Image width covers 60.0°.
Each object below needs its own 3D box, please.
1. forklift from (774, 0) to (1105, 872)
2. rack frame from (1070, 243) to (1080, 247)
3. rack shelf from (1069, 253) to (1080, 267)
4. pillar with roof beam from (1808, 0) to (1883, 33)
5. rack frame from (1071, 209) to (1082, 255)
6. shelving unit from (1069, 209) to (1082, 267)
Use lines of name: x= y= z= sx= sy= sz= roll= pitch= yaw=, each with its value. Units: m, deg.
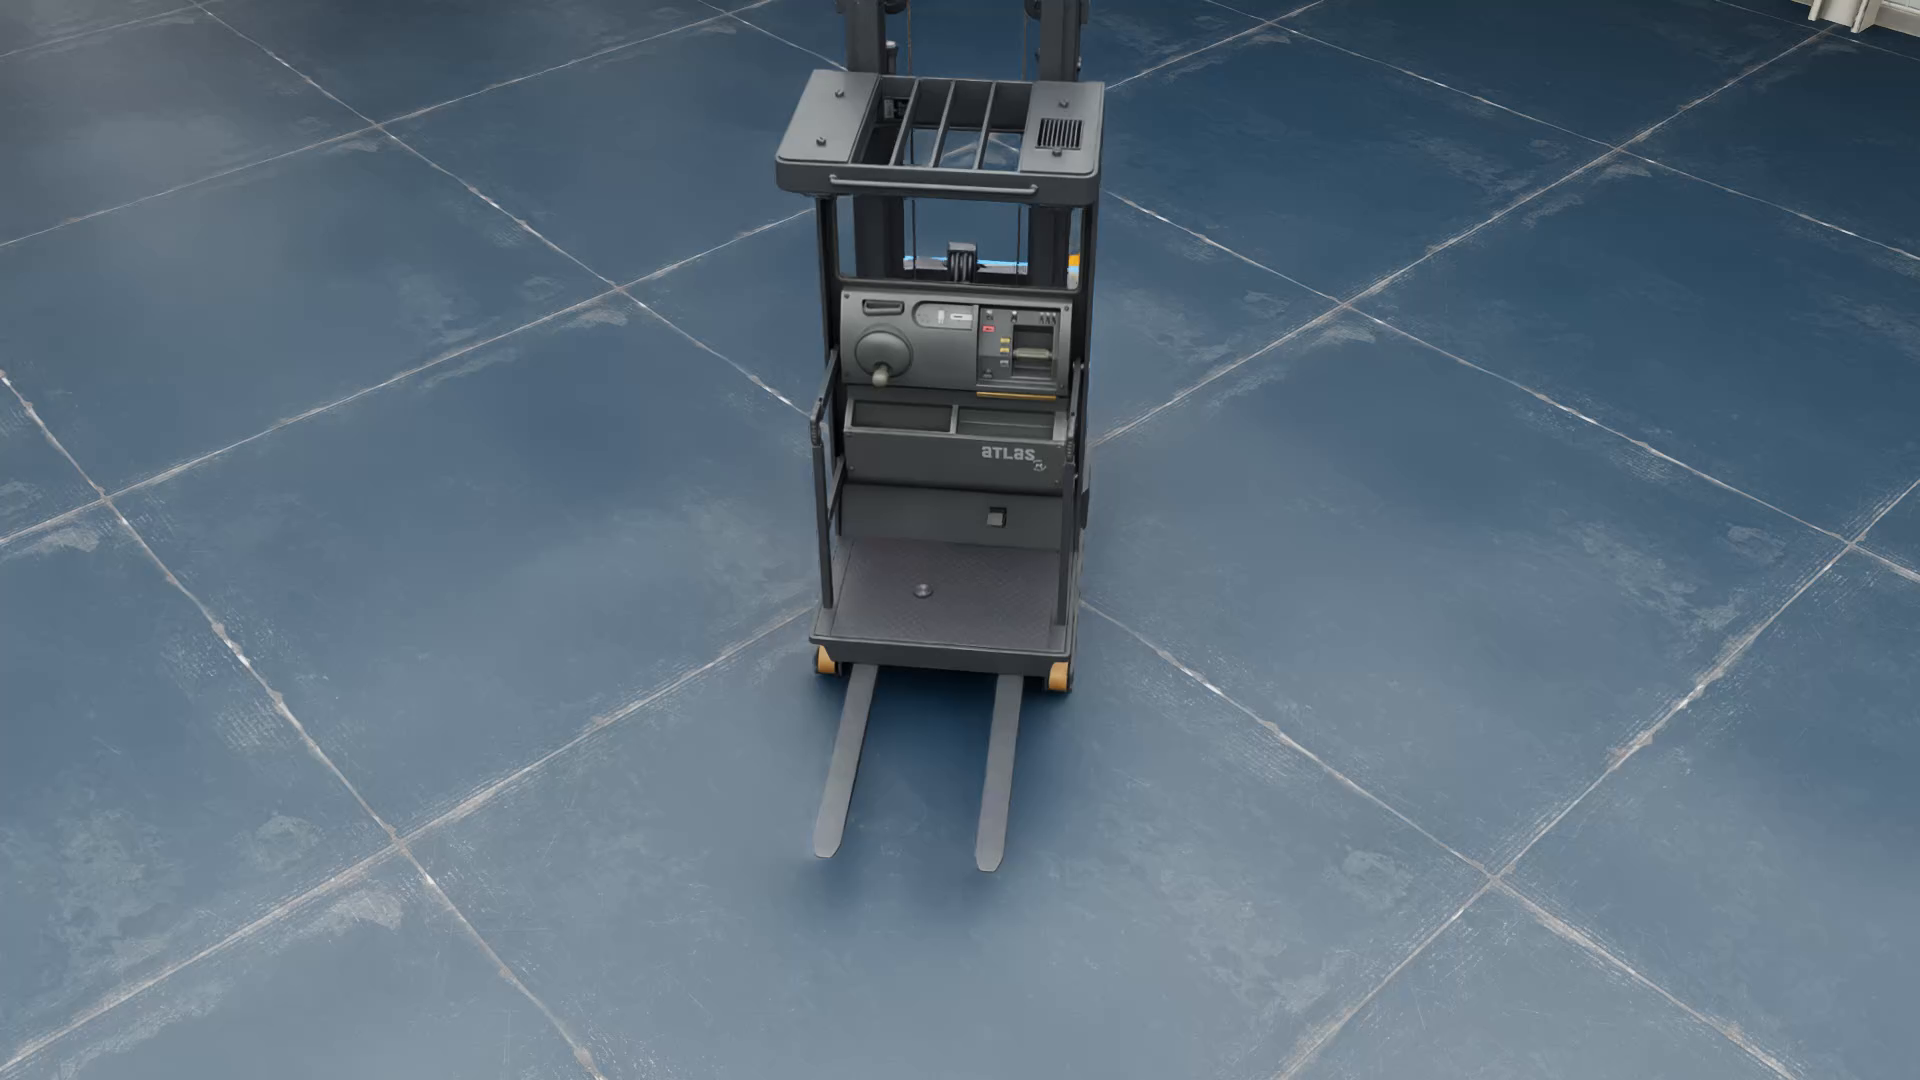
forklift: x=-0.040 y=-0.719 z=6.515 sx=1.130 sy=2.935 sz=3.031 roll=4 pitch=39 yaw=5
rack frame: x=0.517 y=-0.999 z=8.239 sx=0.240 sy=1.200 sz=0.006 roll=-9 pitch=40 yaw=-11
rack shelf: x=0.495 y=-1.300 z=8.110 sx=0.258 sy=0.103 sz=0.180 roll=-9 pitch=40 yaw=-11
pillar with roof beam: x=3.705 y=-5.723 z=7.882 sx=9.100 sy=9.000 sz=0.400 roll=-30 pitch=48 yaw=-32
rack frame: x=0.473 y=-1.110 z=8.377 sx=0.240 sy=1.200 sz=0.006 roll=-9 pitch=40 yaw=-11
shelving unit: x=0.495 y=-1.054 z=8.308 sx=0.258 sy=1.200 sz=0.189 roll=-9 pitch=40 yaw=-11
